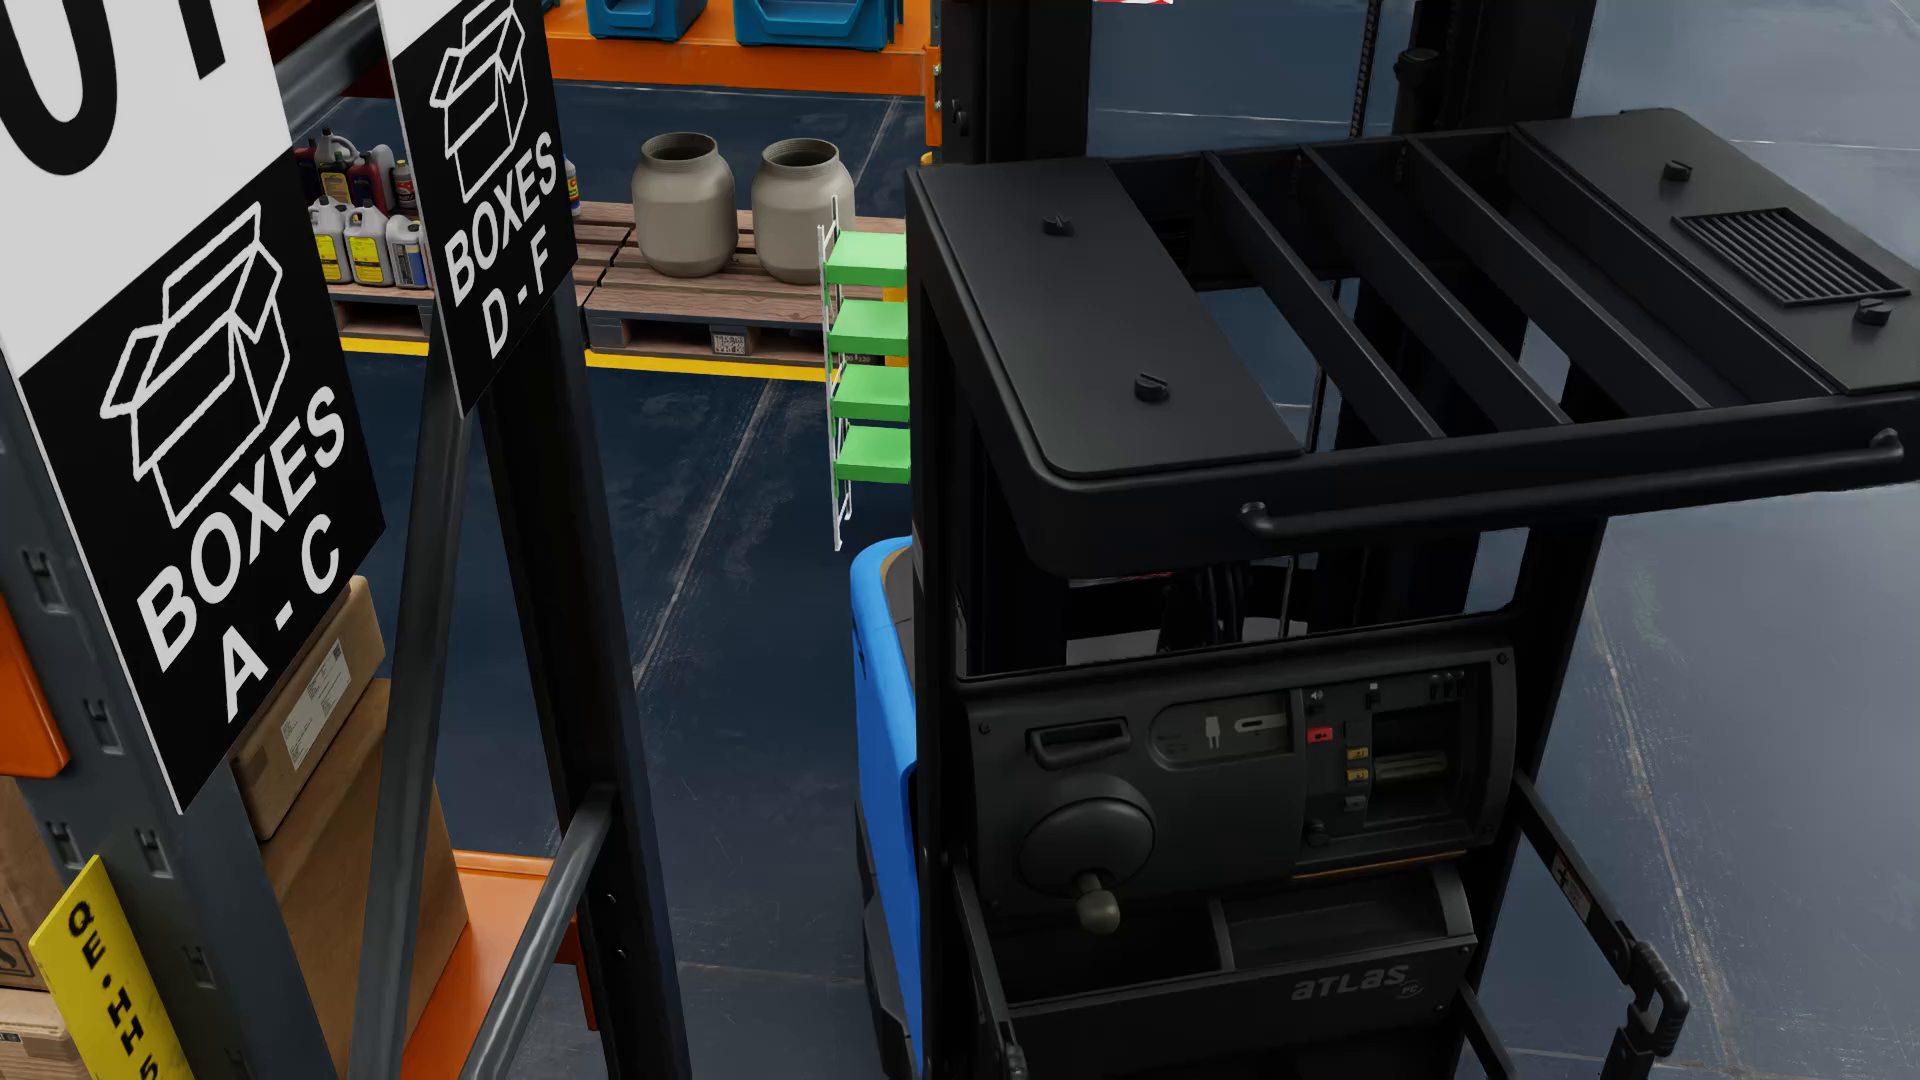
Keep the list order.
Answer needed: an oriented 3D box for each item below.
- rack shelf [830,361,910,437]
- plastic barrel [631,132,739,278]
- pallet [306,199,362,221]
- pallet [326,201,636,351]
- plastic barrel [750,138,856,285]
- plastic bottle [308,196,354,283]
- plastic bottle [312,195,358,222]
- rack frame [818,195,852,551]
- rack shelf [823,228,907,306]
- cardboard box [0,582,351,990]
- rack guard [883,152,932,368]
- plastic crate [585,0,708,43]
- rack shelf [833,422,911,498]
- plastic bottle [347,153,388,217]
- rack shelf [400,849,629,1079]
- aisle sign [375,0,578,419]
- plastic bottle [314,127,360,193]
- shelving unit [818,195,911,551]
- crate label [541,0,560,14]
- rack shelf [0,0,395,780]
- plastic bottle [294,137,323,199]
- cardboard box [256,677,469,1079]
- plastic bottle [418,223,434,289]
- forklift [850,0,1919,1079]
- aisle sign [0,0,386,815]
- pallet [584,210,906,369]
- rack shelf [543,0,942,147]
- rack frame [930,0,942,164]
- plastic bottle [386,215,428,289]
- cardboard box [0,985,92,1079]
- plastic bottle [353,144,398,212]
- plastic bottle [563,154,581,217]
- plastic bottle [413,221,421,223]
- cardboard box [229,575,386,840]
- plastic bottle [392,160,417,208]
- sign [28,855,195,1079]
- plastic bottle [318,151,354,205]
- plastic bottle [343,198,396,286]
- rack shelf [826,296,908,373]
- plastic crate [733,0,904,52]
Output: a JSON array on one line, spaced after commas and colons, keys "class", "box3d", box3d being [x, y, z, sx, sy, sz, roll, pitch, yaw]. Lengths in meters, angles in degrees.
[{"class": "rack shelf", "box3d": [-0.164, -0.449, 5.456, 0.480, 0.148, 0.258, 4, 36, 6]}, {"class": "plastic barrel", "box3d": [-1.140, -1.388, 6.893, 0.421, 0.512, 0.421, 0, 36, 0]}, {"class": "pallet", "box3d": [-3.287, -1.275, 7.355, 1.213, 0.211, 1.003, 4, 36, 6]}, {"class": "pallet", "box3d": [-2.073, -1.186, 7.231, 1.213, 0.211, 1.003, 4, 36, 6]}, {"class": "plastic barrel", "box3d": [-0.643, -1.351, 6.841, 0.421, 0.512, 0.421, 0, 36, 0]}, {"class": "plastic bottle", "box3d": [-2.591, -1.241, 6.808, 0.185, 0.351, 0.144, 4, 36, 6]}, {"class": "plastic bottle", "box3d": [-2.597, -1.297, 6.952, 0.135, 0.276, 0.152, 4, 36, 6]}, {"class": "rack frame", "box3d": [-0.406, -0.519, 5.444, 0.015, 1.200, 0.240, 4, 36, 6]}, {"class": "rack shelf", "box3d": [-0.164, -0.839, 5.177, 0.480, 0.148, 0.258, 4, 36, 6]}, {"class": "cardboard box", "box3d": [-1.129, 0.051, 1.893, 0.500, 0.500, 0.700, 4, 36, 6]}, {"class": "rack guard", "box3d": [-0.062, -1.149, 6.930, 0.348, 0.500, 1.175, 4, 36, 6]}, {"class": "plastic crate", "box3d": [-1.158, -2.043, 6.159, 0.408, 0.251, 0.499, 4, 36, 6]}, {"class": "rack shelf", "box3d": [-0.164, -0.253, 5.595, 0.480, 0.148, 0.258, 4, 36, 6]}, {"class": "plastic bottle", "box3d": [-2.614, -1.562, 7.316, 0.133, 0.283, 0.061, 4, 36, 6]}, {"class": "rack shelf", "box3d": [-2.599, 0.811, 2.651, 4.000, 0.370, 1.077, 4, 36, 6]}, {"class": "aisle sign", "box3d": [-0.511, -0.564, 1.720, 0.004, 0.787, 0.394, 4, 36, 6]}, {"class": "plastic bottle", "box3d": [-2.761, -1.665, 7.403, 0.185, 0.351, 0.144, 4, 36, 6]}, {"class": "shelving unit", "box3d": [-0.164, -0.501, 5.419, 0.503, 1.200, 0.258, 4, 36, 6]}, {"class": "crate label", "box3d": [-1.840, -2.183, 6.196, 0.616, 0.435, 0.502, 4, 36, 6]}, {"class": "rack shelf", "box3d": [-2.599, -0.410, 1.780, 4.000, 0.370, 1.077, 4, 36, 6]}, {"class": "plastic bottle", "box3d": [-2.915, -1.674, 7.472, 0.133, 0.283, 0.061, 7, 36, 9]}, {"class": "cardboard box", "box3d": [-1.076, 0.583, 2.265, 0.500, 0.500, 0.700, 4, 36, 6]}, {"class": "plastic bottle", "box3d": [-2.104, -1.176, 6.782, 0.135, 0.276, 0.152, 5, 36, 6]}, {"class": "forklift", "box3d": [0.519, 0.468, 2.572, 1.130, 2.935, 3.031, -7, 36, -9]}, {"class": "aisle sign", "box3d": [-0.587, -0.218, 1.236, 0.004, 0.787, 0.394, 4, 36, 6]}, {"class": "pallet", "box3d": [-0.867, -1.095, 7.102, 1.213, 0.211, 1.003, 4, 36, 6]}, {"class": "rack shelf", "box3d": [-1.964, -2.043, 6.650, 4.000, 0.370, 1.077, 4, 36, 6]}, {"class": "rack frame", "box3d": [0.020, -2.188, 6.234, 0.127, 3.000, 1.000, 4, 36, 6]}, {"class": "plastic bottle", "box3d": [-2.242, -1.186, 6.796, 0.135, 0.276, 0.152, 3, 36, 5]}, {"class": "cardboard box", "box3d": [-1.018, 0.443, 1.903, 0.250, 0.149, 0.380, 4, 36, 5]}, {"class": "plastic bottle", "box3d": [-2.601, -1.620, 7.404, 0.135, 0.276, 0.152, 5, 36, 7]}, {"class": "plastic bottle", "box3d": [-1.739, -1.570, 7.338, 0.097, 0.271, 0.097, 0, 36, 0]}, {"class": "plastic bottle", "box3d": [-2.244, -1.229, 6.921, 0.097, 0.201, 0.097, 0, 36, 0]}, {"class": "cardboard box", "box3d": [-0.977, 0.208, 2.232, 0.250, 0.149, 0.380, 4, 36, 6]}, {"class": "plastic bottle", "box3d": [-2.480, -1.597, 7.436, 0.097, 0.201, 0.097, 0, 36, 0]}, {"class": "sign", "box3d": [-0.698, 0.410, 1.393, 0.005, 0.325, 0.100, 4, 36, 6]}, {"class": "plastic bottle", "box3d": [-2.749, -1.577, 7.337, 0.133, 0.283, 0.061, 4, 36, 6]}, {"class": "plastic bottle", "box3d": [-2.407, -1.227, 6.788, 0.185, 0.351, 0.144, 6, 36, 8]}, {"class": "rack shelf", "box3d": [-0.164, -0.644, 5.316, 0.480, 0.148, 0.258, 4, 36, 6]}, {"class": "plastic crate", "box3d": [-0.515, -1.992, 6.087, 0.616, 0.251, 0.499, 4, 36, 6]}]
